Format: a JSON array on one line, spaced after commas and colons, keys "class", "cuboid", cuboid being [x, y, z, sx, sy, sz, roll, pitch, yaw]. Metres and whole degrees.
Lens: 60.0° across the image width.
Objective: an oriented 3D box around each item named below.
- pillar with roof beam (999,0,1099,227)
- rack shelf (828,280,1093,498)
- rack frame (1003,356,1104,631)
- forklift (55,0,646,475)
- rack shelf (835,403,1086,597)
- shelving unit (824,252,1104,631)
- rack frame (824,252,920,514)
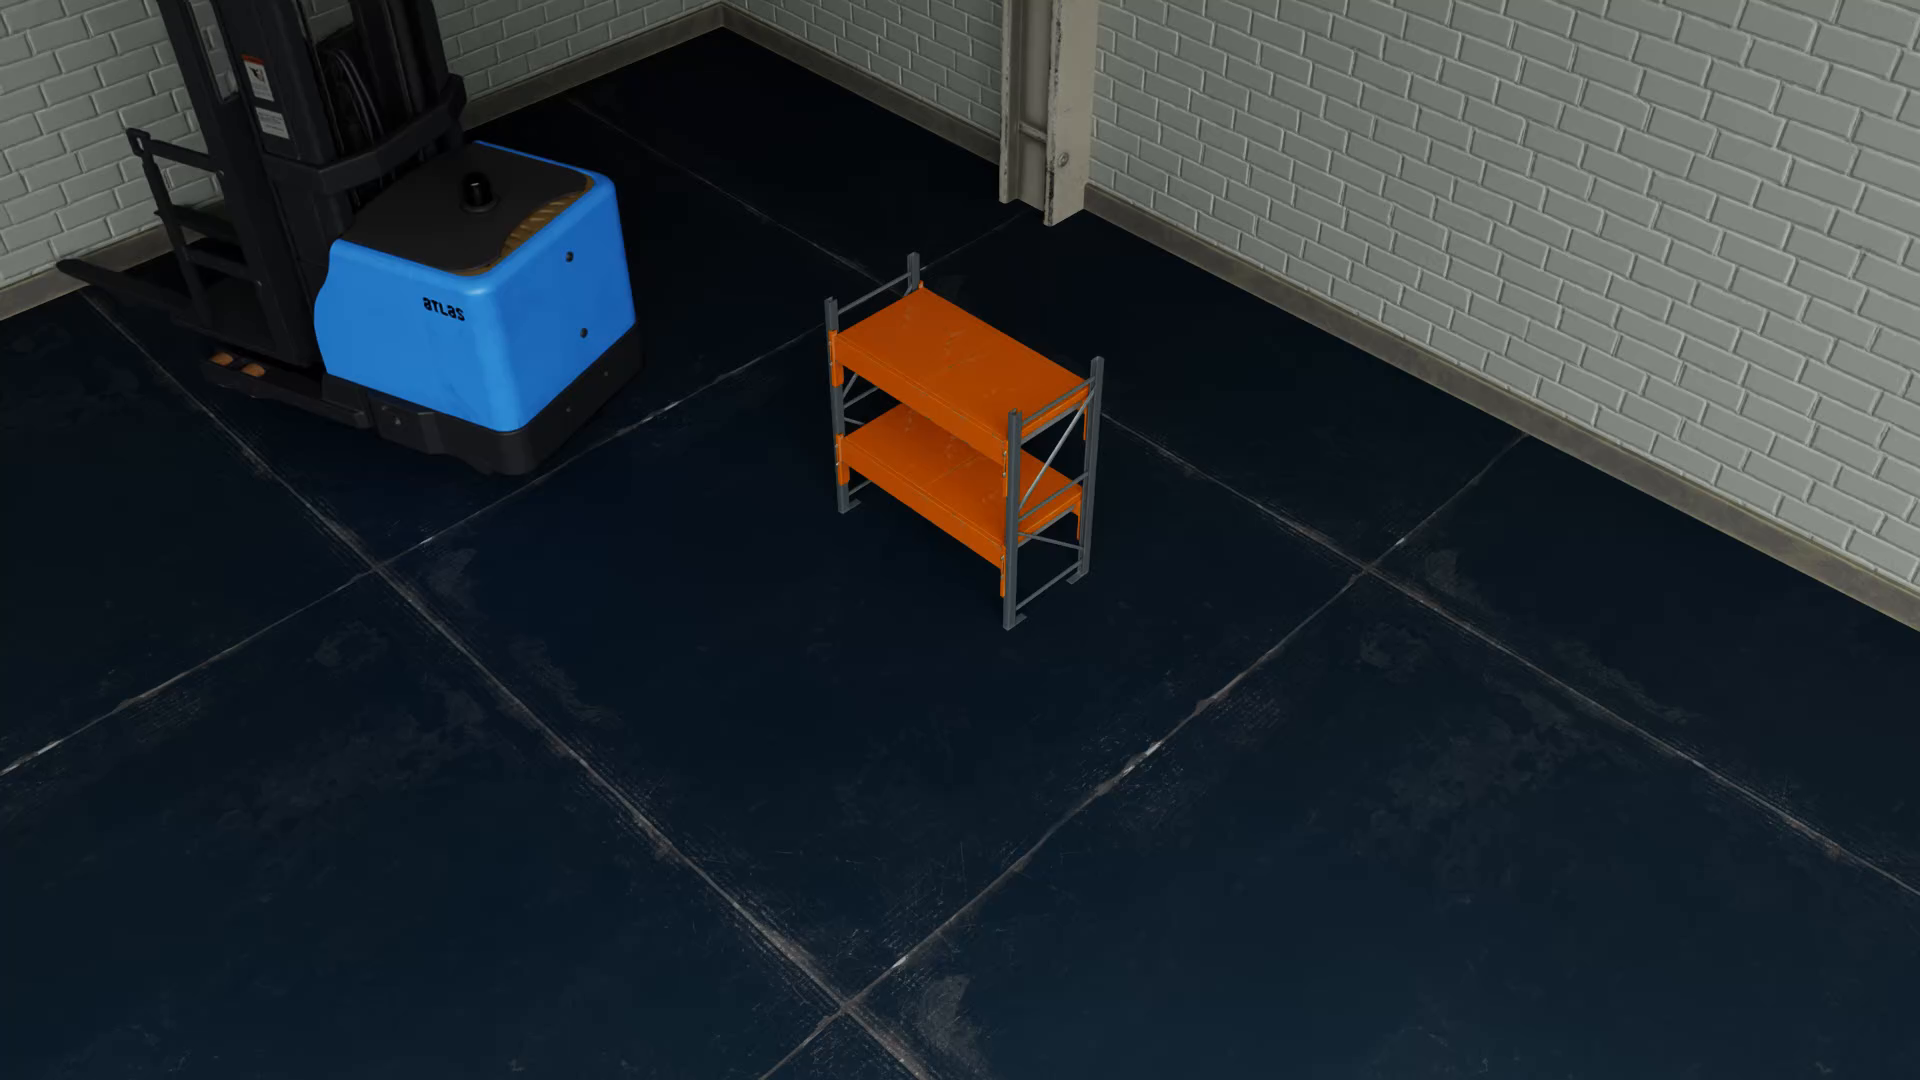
[{"class": "pillar with roof beam", "cuboid": [-2.586, -3.124, 4.000, 9.100, 9.000, 0.400, -34, 53, -31]}, {"class": "rack shelf", "cuboid": [0.005, -0.625, 6.666, 0.538, 0.278, 1.000, -34, 53, -31]}, {"class": "rack frame", "cuboid": [0.364, -0.166, 6.600, 0.500, 1.125, 0.032, -34, 53, -31]}, {"class": "forklift", "cuboid": [-3.082, -2.059, 7.318, 3.031, 2.935, 1.130, 18, 46, 19]}, {"class": "rack shelf", "cuboid": [0.005, -0.230, 7.031, 0.538, 0.278, 1.000, -34, 53, -31]}, {"class": "shelving unit", "cuboid": [0.005, -0.410, 6.865, 0.538, 1.125, 1.048, -34, 53, -31]}, {"class": "rack frame", "cuboid": [-0.354, -0.654, 7.129, 0.500, 1.125, 0.032, -34, 53, -31]}]
